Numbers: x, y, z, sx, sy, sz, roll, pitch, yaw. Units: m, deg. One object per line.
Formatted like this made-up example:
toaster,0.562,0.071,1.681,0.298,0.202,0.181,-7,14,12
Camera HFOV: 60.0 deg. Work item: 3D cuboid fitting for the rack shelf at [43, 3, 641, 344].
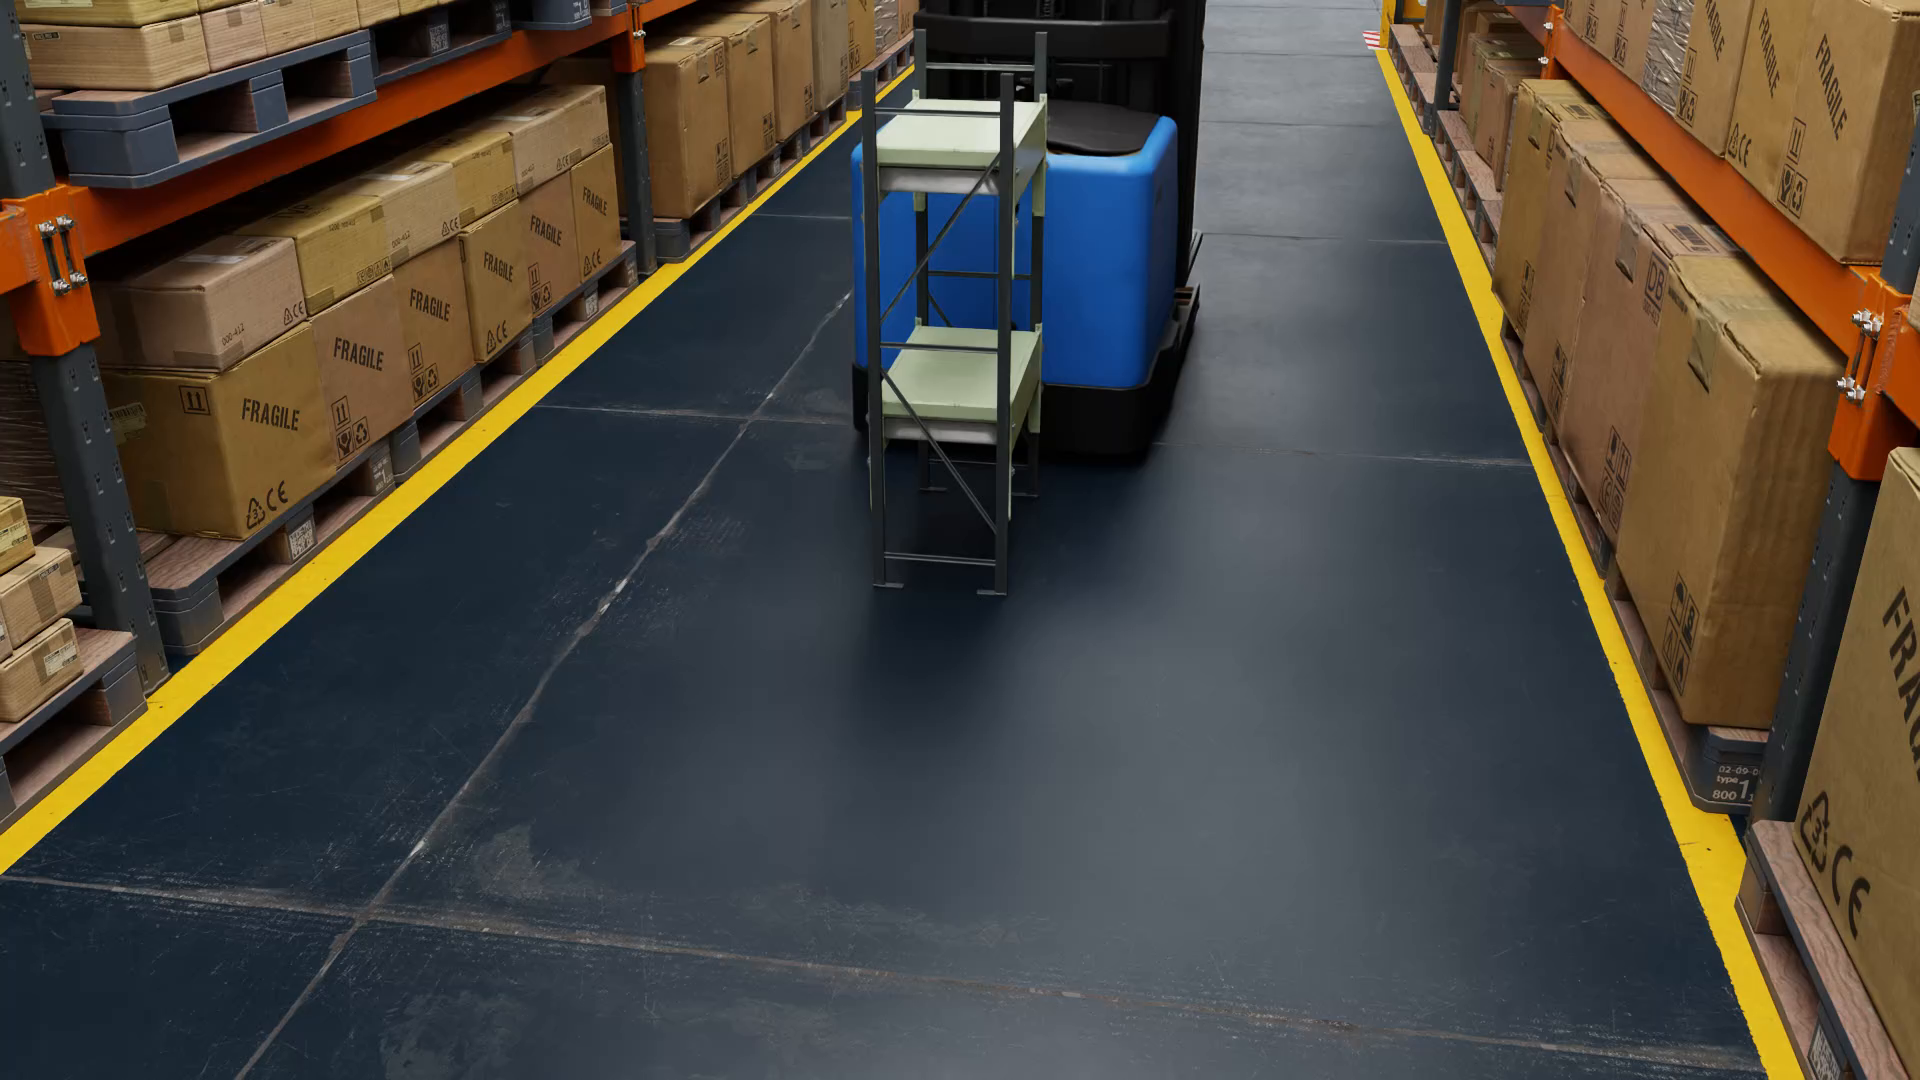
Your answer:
rack shelf,-2.289,-1.507,5.779,1.077,0.370,4.000,4,25,9

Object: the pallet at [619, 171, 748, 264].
pallet,-1.759,-1.731,8.698,1.003,0.211,1.213,4,25,9

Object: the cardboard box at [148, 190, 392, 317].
cardboard box,-2.150,-0.907,5.219,0.500,0.250,0.500,5,25,10

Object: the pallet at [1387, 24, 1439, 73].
pallet,4.042,-3.997,13.540,1.003,0.211,1.213,4,25,9

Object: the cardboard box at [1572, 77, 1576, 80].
cardboard box,2.994,-1.972,7.470,0.500,0.250,0.500,5,26,11

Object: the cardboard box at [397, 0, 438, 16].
cardboard box,-1.890,-1.752,5.256,0.380,0.149,0.250,4,25,8

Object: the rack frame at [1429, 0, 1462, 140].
rack frame,3.568,-3.956,10.164,1.000,3.000,0.127,4,25,9

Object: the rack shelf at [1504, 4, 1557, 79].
rack shelf,3.241,-2.794,8.529,1.077,0.370,4.000,4,25,9

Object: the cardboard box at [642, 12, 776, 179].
cardboard box,-1.635,-2.455,9.114,1.050,0.750,0.750,4,25,9

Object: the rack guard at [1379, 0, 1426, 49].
rack guard,4.209,-4.465,14.200,1.175,0.500,0.348,4,25,9

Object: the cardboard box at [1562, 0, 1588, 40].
cardboard box,2.566,-2.144,6.174,0.500,0.500,0.500,5,26,10

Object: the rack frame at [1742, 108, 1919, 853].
rack frame,2.261,-0.610,3.015,1.000,3.000,0.127,4,25,9

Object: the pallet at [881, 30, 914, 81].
pallet,-0.910,-3.903,13.340,1.003,0.211,1.213,4,25,9

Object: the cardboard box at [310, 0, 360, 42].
cardboard box,-1.972,-1.531,4.784,0.380,0.149,0.250,4,25,9

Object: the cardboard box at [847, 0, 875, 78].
cardboard box,-1.137,-3.828,11.901,0.875,0.875,0.875,4,25,9

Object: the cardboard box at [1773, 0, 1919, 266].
cardboard box,2.068,-0.870,3.453,0.500,0.500,0.500,4,25,9

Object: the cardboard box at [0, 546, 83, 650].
cardboard box,-2.354,0.124,3.964,0.380,0.149,0.250,5,25,10

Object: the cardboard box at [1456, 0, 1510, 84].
cardboard box,3.759,-3.419,11.469,0.500,0.500,0.500,13,28,25

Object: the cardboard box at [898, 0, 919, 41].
cardboard box,-0.842,-4.587,13.521,0.875,0.875,0.875,4,25,8

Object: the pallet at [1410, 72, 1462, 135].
pallet,3.643,-2.977,11.360,1.003,0.211,1.213,4,25,9

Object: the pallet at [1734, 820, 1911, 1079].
pallet,2.059,0.965,2.939,1.003,0.211,1.213,4,25,9

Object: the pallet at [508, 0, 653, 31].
pallet,-1.974,-2.277,6.802,1.213,0.211,1.003,4,25,9

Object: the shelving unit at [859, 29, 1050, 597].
shelving unit,0.001,-0.682,4.938,0.431,1.500,0.755,4,25,9

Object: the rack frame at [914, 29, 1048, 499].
rack frame,0.061,-0.835,5.265,0.400,1.500,0.023,4,25,9

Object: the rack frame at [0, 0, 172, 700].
rack frame,-2.616,-0.996,3.840,1.000,3.000,0.127,4,25,9

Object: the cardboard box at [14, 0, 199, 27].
cardboard box,-2.098,-1.340,4.025,0.380,0.149,0.250,4,25,9

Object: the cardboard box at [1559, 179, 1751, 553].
cardboard box,2.491,-0.481,4.750,1.225,0.875,0.875,3,25,7

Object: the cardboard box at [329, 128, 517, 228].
cardboard box,-1.986,-1.339,6.141,0.500,0.250,0.500,5,25,10

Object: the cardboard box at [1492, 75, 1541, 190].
cardboard box,3.168,-2.102,8.633,0.700,0.500,0.500,6,26,13

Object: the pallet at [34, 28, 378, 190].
pallet,-2.348,-1.219,4.542,1.003,0.211,1.213,4,25,9

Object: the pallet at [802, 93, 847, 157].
pallet,-1.360,-2.751,10.879,1.003,0.211,1.213,4,25,9

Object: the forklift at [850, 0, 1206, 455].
forklift,0.436,-2.219,6.533,1.130,2.935,3.031,5,26,11

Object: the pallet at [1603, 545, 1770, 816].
pallet,2.312,0.325,4.307,1.003,0.211,1.213,4,25,9

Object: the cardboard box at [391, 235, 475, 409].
cardboard box,-2.077,-0.786,5.845,0.500,0.500,0.500,4,25,9

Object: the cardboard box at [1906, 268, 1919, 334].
cardboard box,1.884,-0.396,2.854,0.380,0.149,0.250,4,25,9

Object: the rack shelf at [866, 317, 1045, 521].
rack shelf,0.001,-0.387,5.076,0.431,0.370,0.720,4,25,9

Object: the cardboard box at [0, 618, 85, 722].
cardboard box,-2.344,0.292,3.954,0.380,0.149,0.250,4,25,9

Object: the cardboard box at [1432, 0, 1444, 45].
cardboard box,4.039,-4.175,13.084,0.500,0.500,0.500,11,27,22

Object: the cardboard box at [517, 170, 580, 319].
cardboard box,-1.901,-1.217,6.765,0.500,0.500,0.500,5,26,11

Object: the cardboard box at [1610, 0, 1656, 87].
cardboard box,2.404,-1.714,5.255,0.500,0.500,0.500,4,25,8

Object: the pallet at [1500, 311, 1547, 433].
pallet,2.711,-0.696,6.487,1.003,0.211,1.213,4,25,9

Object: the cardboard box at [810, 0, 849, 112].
cardboard box,-1.321,-3.247,10.808,1.050,0.750,0.750,4,25,8

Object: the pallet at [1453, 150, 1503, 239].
pallet,3.245,-1.856,8.966,1.003,0.211,1.213,4,25,9

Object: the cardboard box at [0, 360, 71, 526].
cardboard box,-2.744,-0.381,4.979,0.500,0.500,0.500,4,25,8

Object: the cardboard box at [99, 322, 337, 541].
cardboard box,-2.234,-0.345,4.902,0.500,0.500,0.500,5,26,11

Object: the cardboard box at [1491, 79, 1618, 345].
cardboard box,2.781,-1.224,6.337,1.225,0.875,0.875,3,25,6

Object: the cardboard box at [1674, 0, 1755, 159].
cardboard box,2.234,-1.296,4.362,0.500,0.500,0.500,4,25,8

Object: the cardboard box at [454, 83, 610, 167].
cardboard box,-1.816,-1.763,7.046,0.500,0.250,0.500,3,25,7

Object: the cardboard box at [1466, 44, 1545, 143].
cardboard box,3.350,-2.570,9.631,0.700,0.500,0.500,4,25,8

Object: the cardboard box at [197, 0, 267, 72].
cardboard box,-2.058,-1.322,4.337,0.380,0.149,0.250,4,25,9

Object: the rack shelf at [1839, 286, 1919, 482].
rack shelf,1.934,0.552,1.381,1.077,0.370,4.000,4,25,9

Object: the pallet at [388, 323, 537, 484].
pallet,-2.293,-0.571,6.220,1.003,0.211,1.213,4,25,9
